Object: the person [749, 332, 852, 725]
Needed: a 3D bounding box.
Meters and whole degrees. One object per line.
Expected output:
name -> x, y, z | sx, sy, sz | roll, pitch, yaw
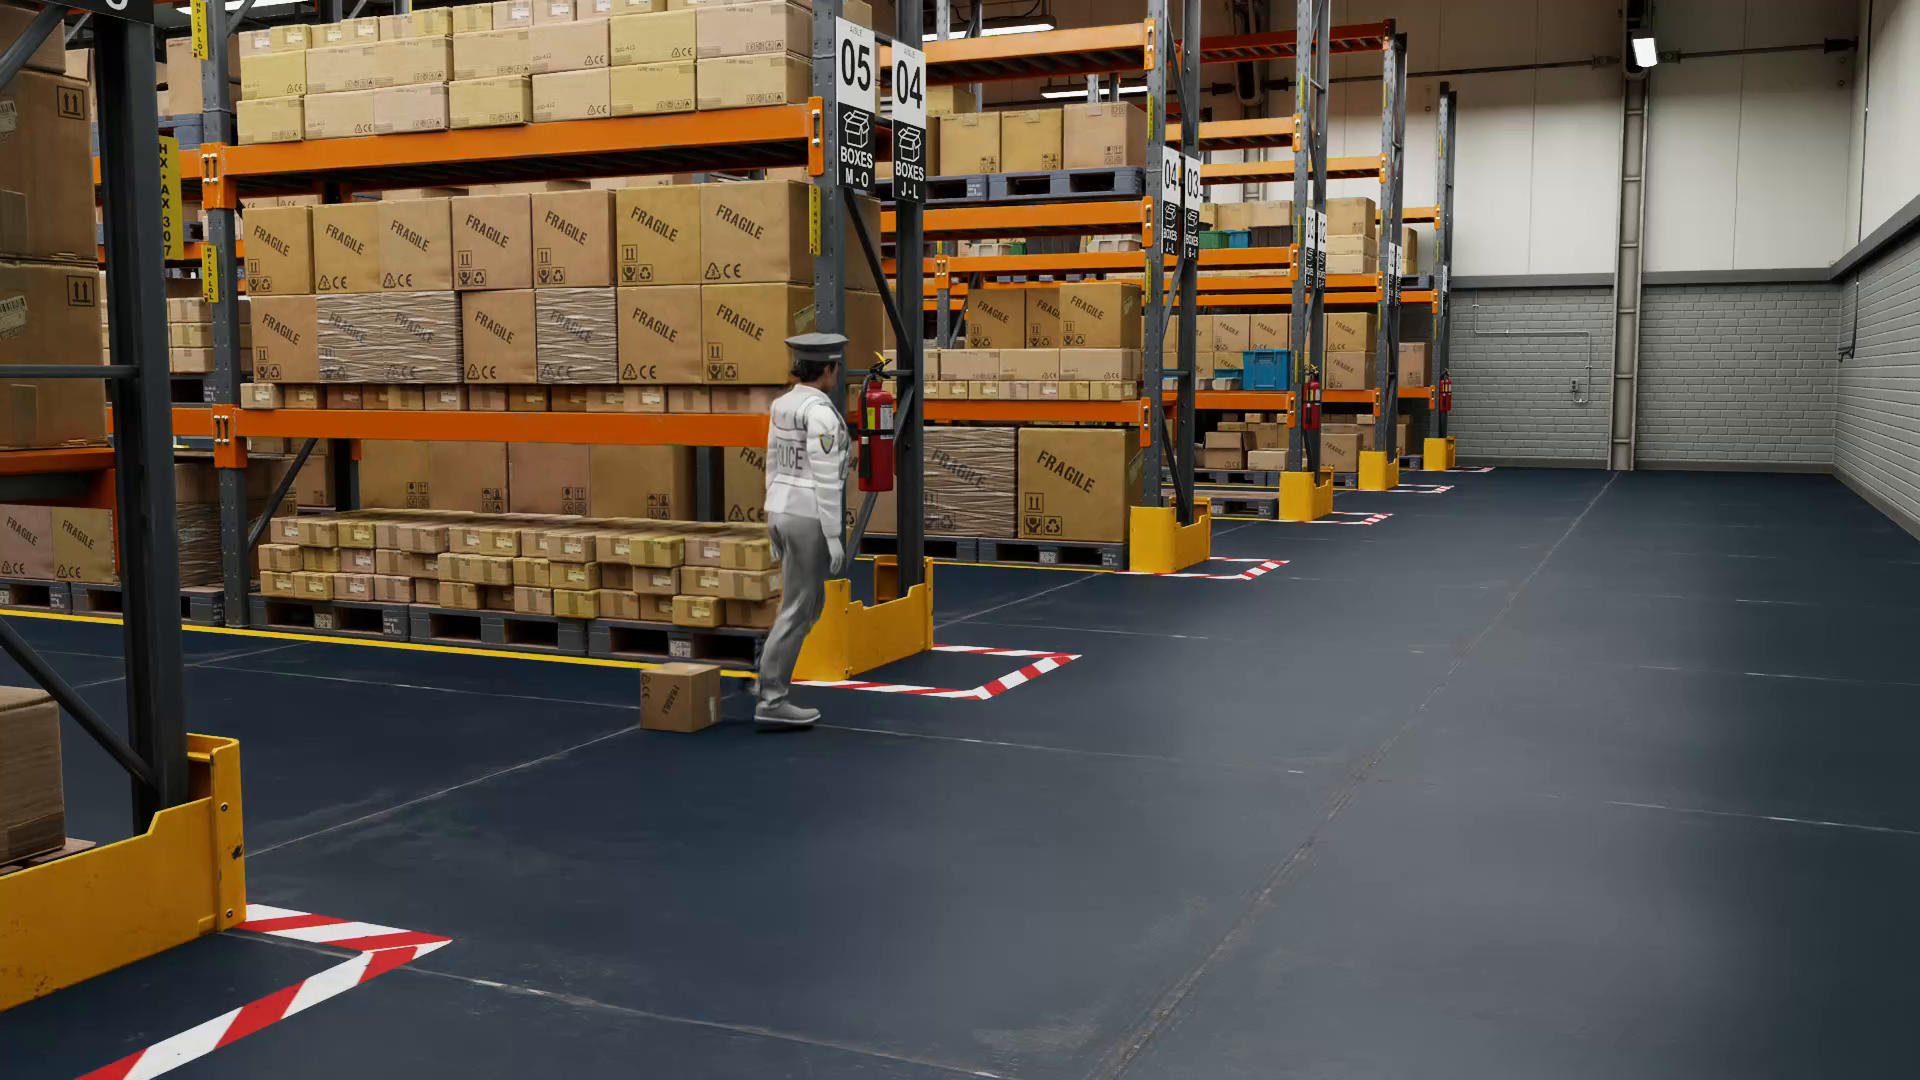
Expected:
person -> -0.693, -0.044, 7.046 | 0.418, 1.659, 0.549 | -3, 6, -28
